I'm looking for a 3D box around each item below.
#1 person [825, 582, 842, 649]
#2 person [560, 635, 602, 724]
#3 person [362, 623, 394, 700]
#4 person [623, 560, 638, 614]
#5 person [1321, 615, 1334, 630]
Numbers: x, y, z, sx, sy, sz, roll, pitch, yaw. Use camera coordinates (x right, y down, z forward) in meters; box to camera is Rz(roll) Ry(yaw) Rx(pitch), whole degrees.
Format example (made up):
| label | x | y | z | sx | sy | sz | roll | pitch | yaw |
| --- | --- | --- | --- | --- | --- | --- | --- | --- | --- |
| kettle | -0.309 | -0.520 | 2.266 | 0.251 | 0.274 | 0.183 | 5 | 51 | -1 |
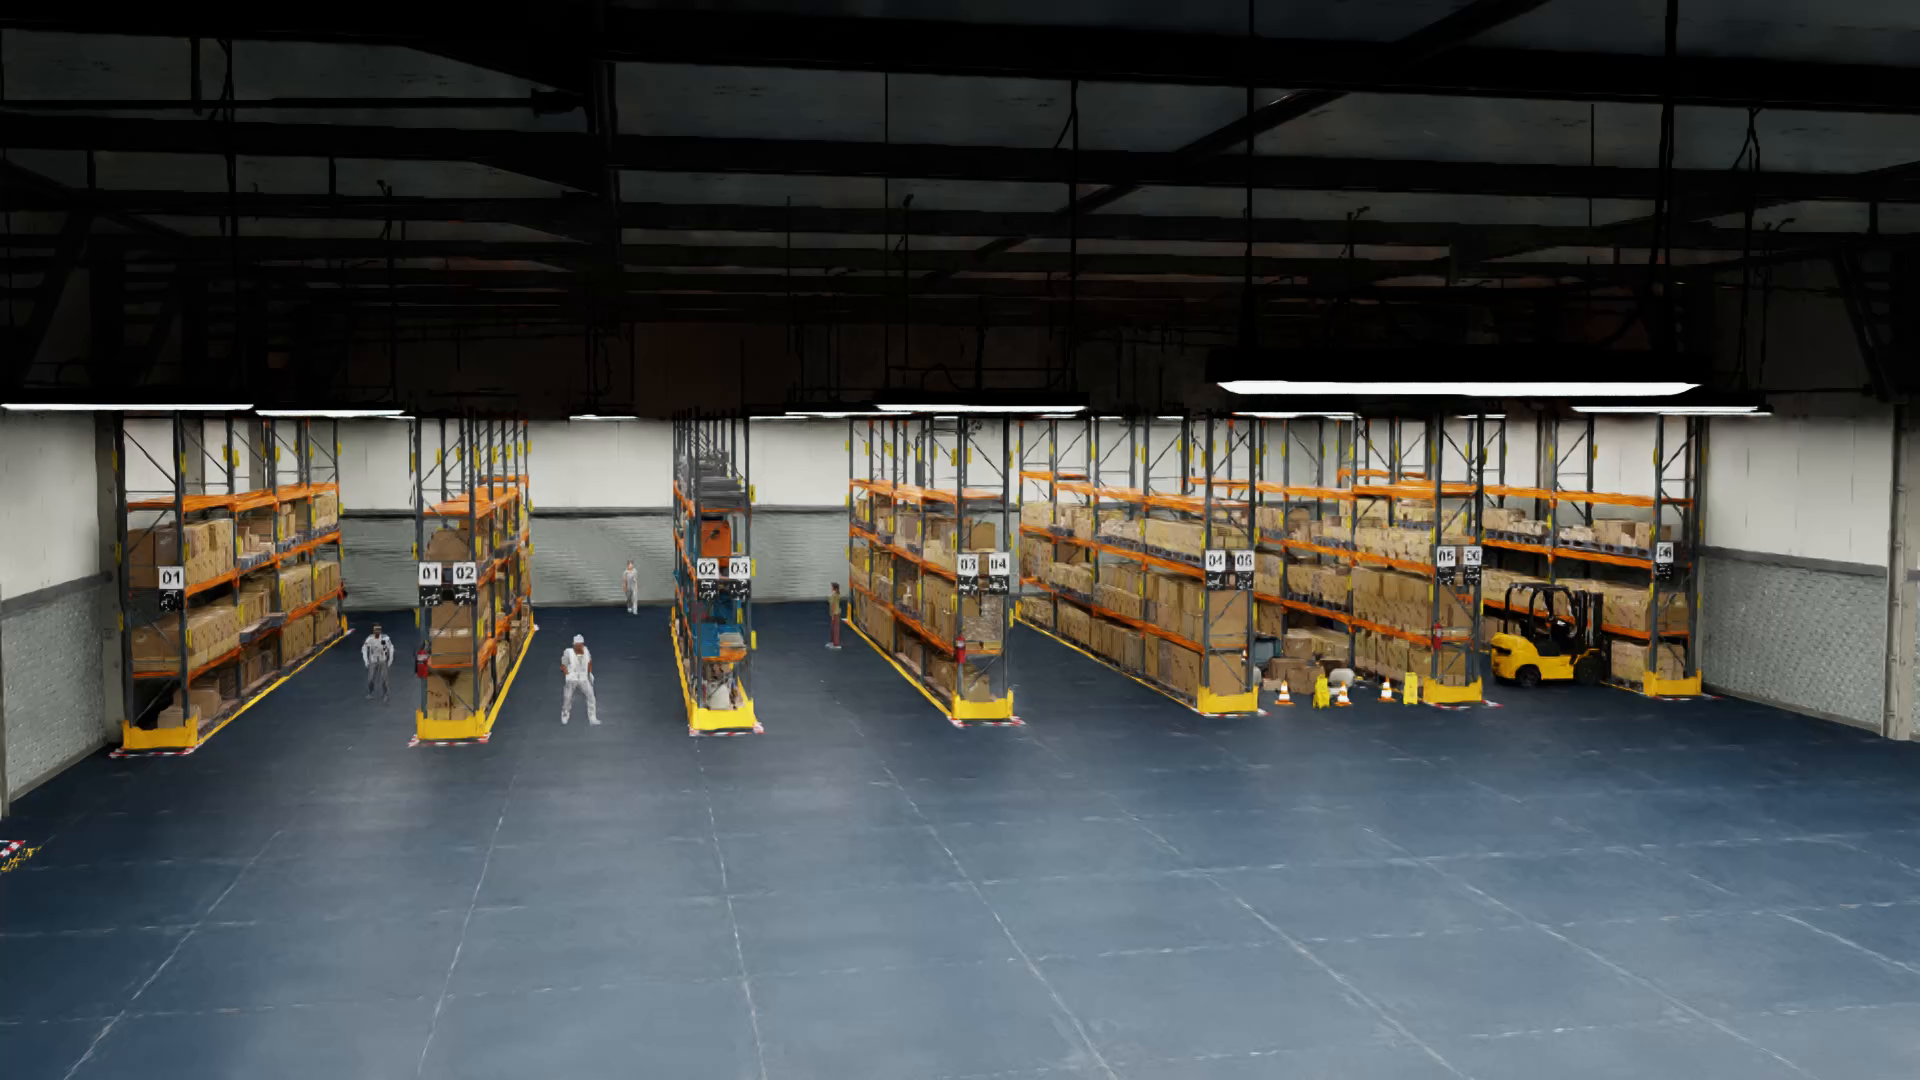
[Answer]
| label | x | y | z | sx | sy | sz | roll | pitch | yaw |
| --- | --- | --- | --- | --- | --- | --- | --- | --- | --- |
| person | -3.205 | 1.889 | 41.985 | 0.482 | 1.674 | 0.490 | 1 | 4 | 17 |
| person | -7.214 | 2.622 | 31.380 | 0.704 | 1.711 | 0.835 | -2 | 5 | -29 |
| person | -11.937 | 2.489 | 34.123 | 0.639 | 1.632 | 0.506 | -1 | 4 | -13 |
| person | -9.801 | 1.396 | 49.469 | 0.446 | 1.590 | 1.110 | -1 | 4 | -9 |
| person | 9.958 | 1.666 | 45.375 | 0.556 | 1.644 | 0.597 | 1 | 4 | 18 |
